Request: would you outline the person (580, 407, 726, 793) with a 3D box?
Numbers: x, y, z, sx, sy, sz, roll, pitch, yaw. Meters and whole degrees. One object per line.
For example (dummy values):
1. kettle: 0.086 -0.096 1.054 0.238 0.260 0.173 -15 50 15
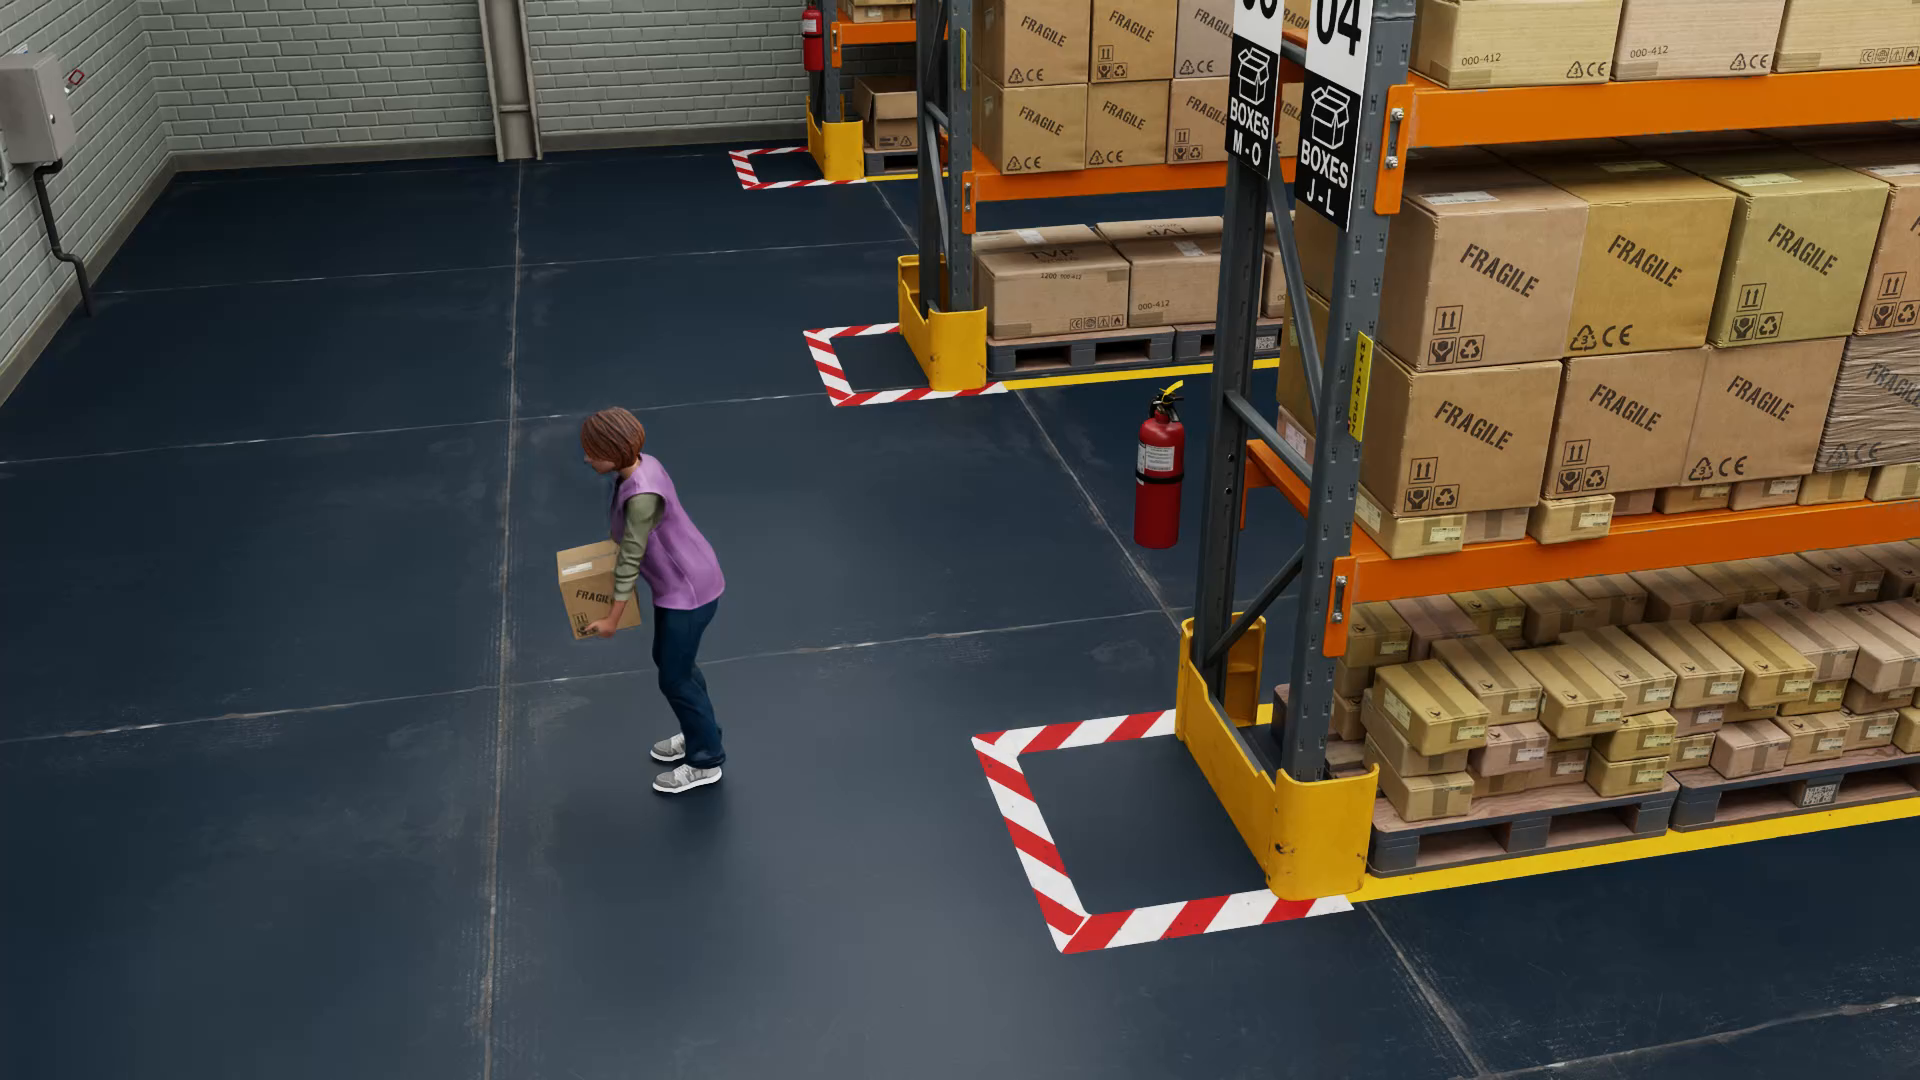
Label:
1. person: -1.146 0.225 6.237 0.532 1.560 0.371 -6 28 -12
